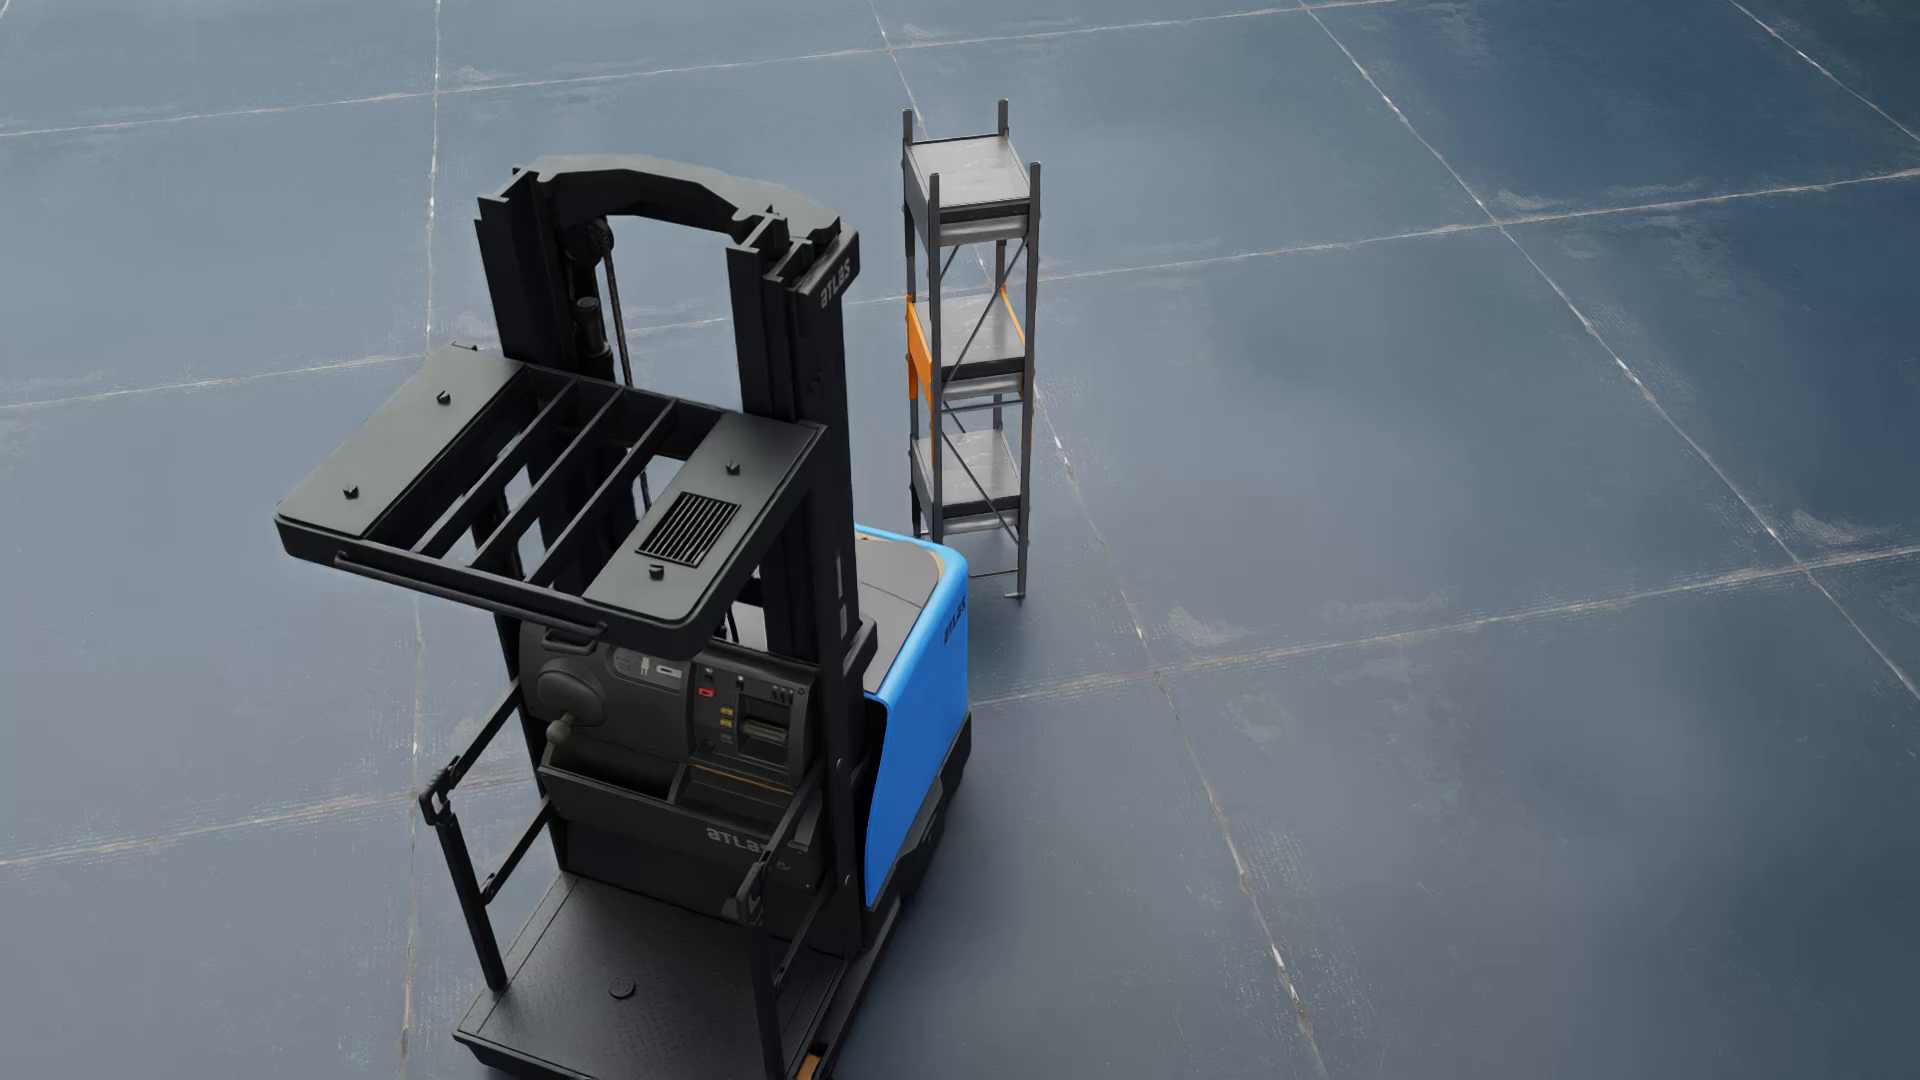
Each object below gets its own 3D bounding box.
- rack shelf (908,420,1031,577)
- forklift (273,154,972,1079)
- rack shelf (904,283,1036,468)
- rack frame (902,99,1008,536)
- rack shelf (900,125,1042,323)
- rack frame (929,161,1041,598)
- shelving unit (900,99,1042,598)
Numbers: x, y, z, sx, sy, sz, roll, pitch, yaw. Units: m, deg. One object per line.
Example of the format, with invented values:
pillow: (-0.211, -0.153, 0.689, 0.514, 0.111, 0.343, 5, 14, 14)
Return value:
rack shelf: (0.036, -0.144, 7.188, 0.431, 0.518, 0.480, -8, 42, -9)
forklift: (-0.940, 0.553, 4.701, 1.130, 2.935, 3.031, 14, 43, 15)
rack shelf: (0.036, -0.668, 6.723, 0.431, 0.518, 0.480, -8, 42, -9)
rack frame: (-0.017, -0.836, 6.892, 0.400, 2.100, 0.015, -8, 42, -9)
rack shelf: (0.036, -1.191, 6.258, 0.431, 0.518, 0.480, -8, 42, -9)
rack frame: (0.088, -0.520, 6.536, 0.400, 2.100, 0.015, -8, 42, -9)
shelving unit: (0.036, -0.678, 6.714, 0.431, 2.100, 0.503, -8, 42, -9)
